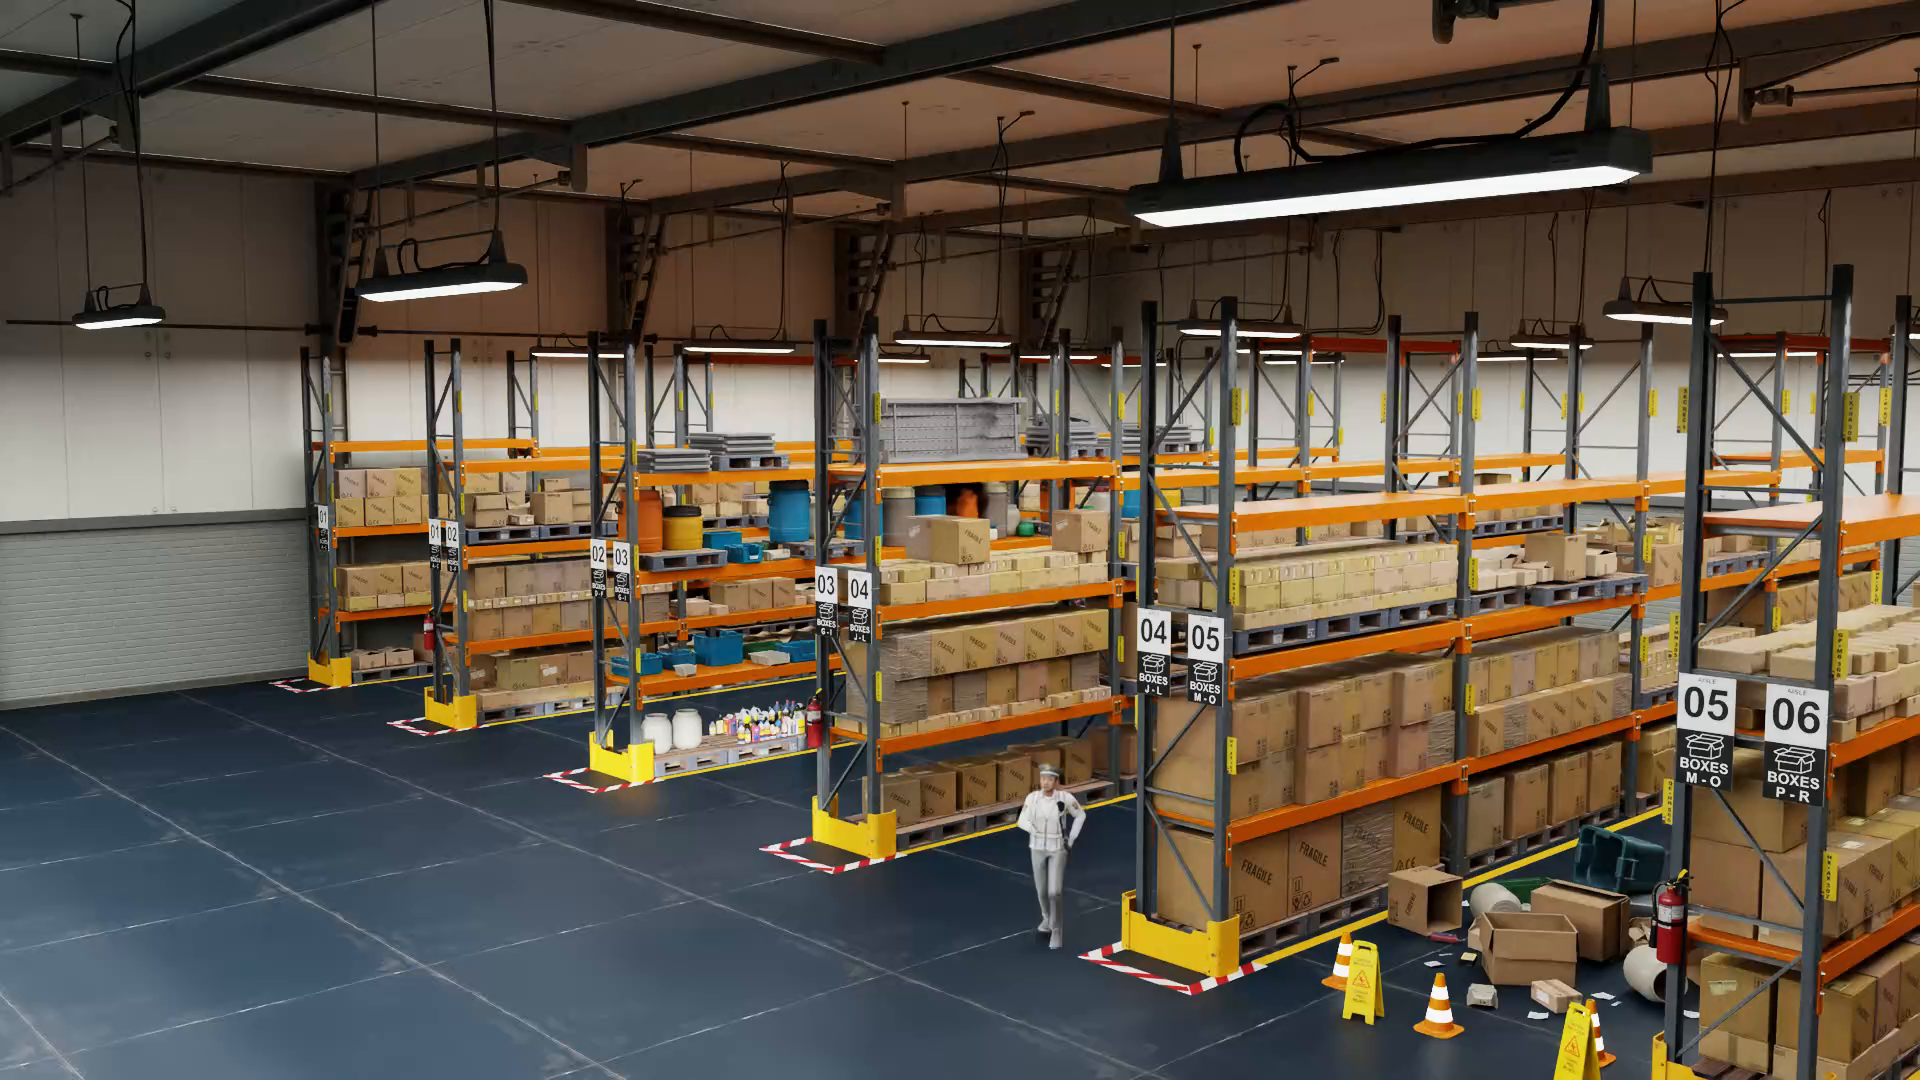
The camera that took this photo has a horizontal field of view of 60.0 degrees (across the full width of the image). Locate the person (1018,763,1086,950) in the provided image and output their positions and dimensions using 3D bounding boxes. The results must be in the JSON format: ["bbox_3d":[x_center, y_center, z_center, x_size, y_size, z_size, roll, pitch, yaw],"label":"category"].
[{"bbox_3d":[0.838,2.957,15.640,0.605,1.762,0.661,2,5,19],"label":"person"}]
